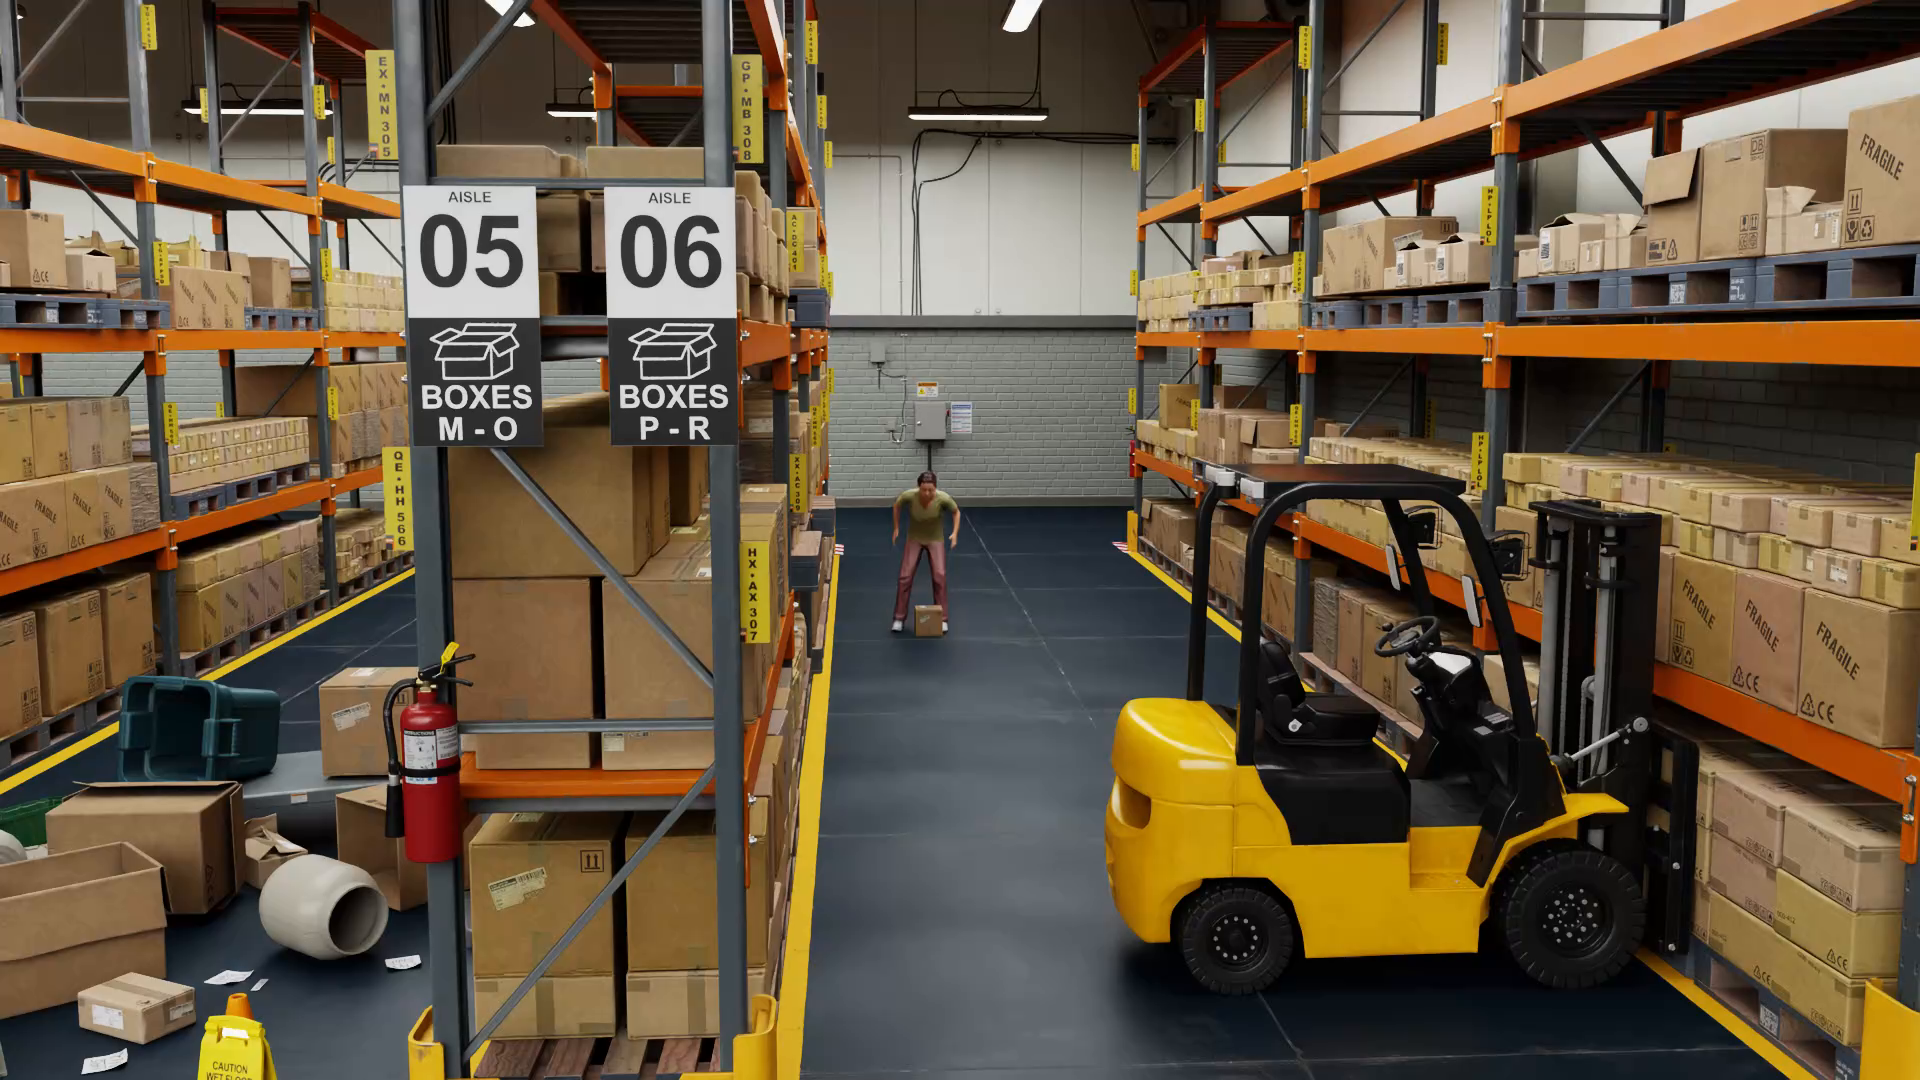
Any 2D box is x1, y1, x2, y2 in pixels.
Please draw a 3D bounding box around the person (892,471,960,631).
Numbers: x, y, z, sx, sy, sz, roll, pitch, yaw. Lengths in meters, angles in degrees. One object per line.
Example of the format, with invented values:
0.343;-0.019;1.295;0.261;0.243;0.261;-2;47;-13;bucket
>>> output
-0.327;0.089;15.700;0.652;1.514;0.607;0;7;2;person
